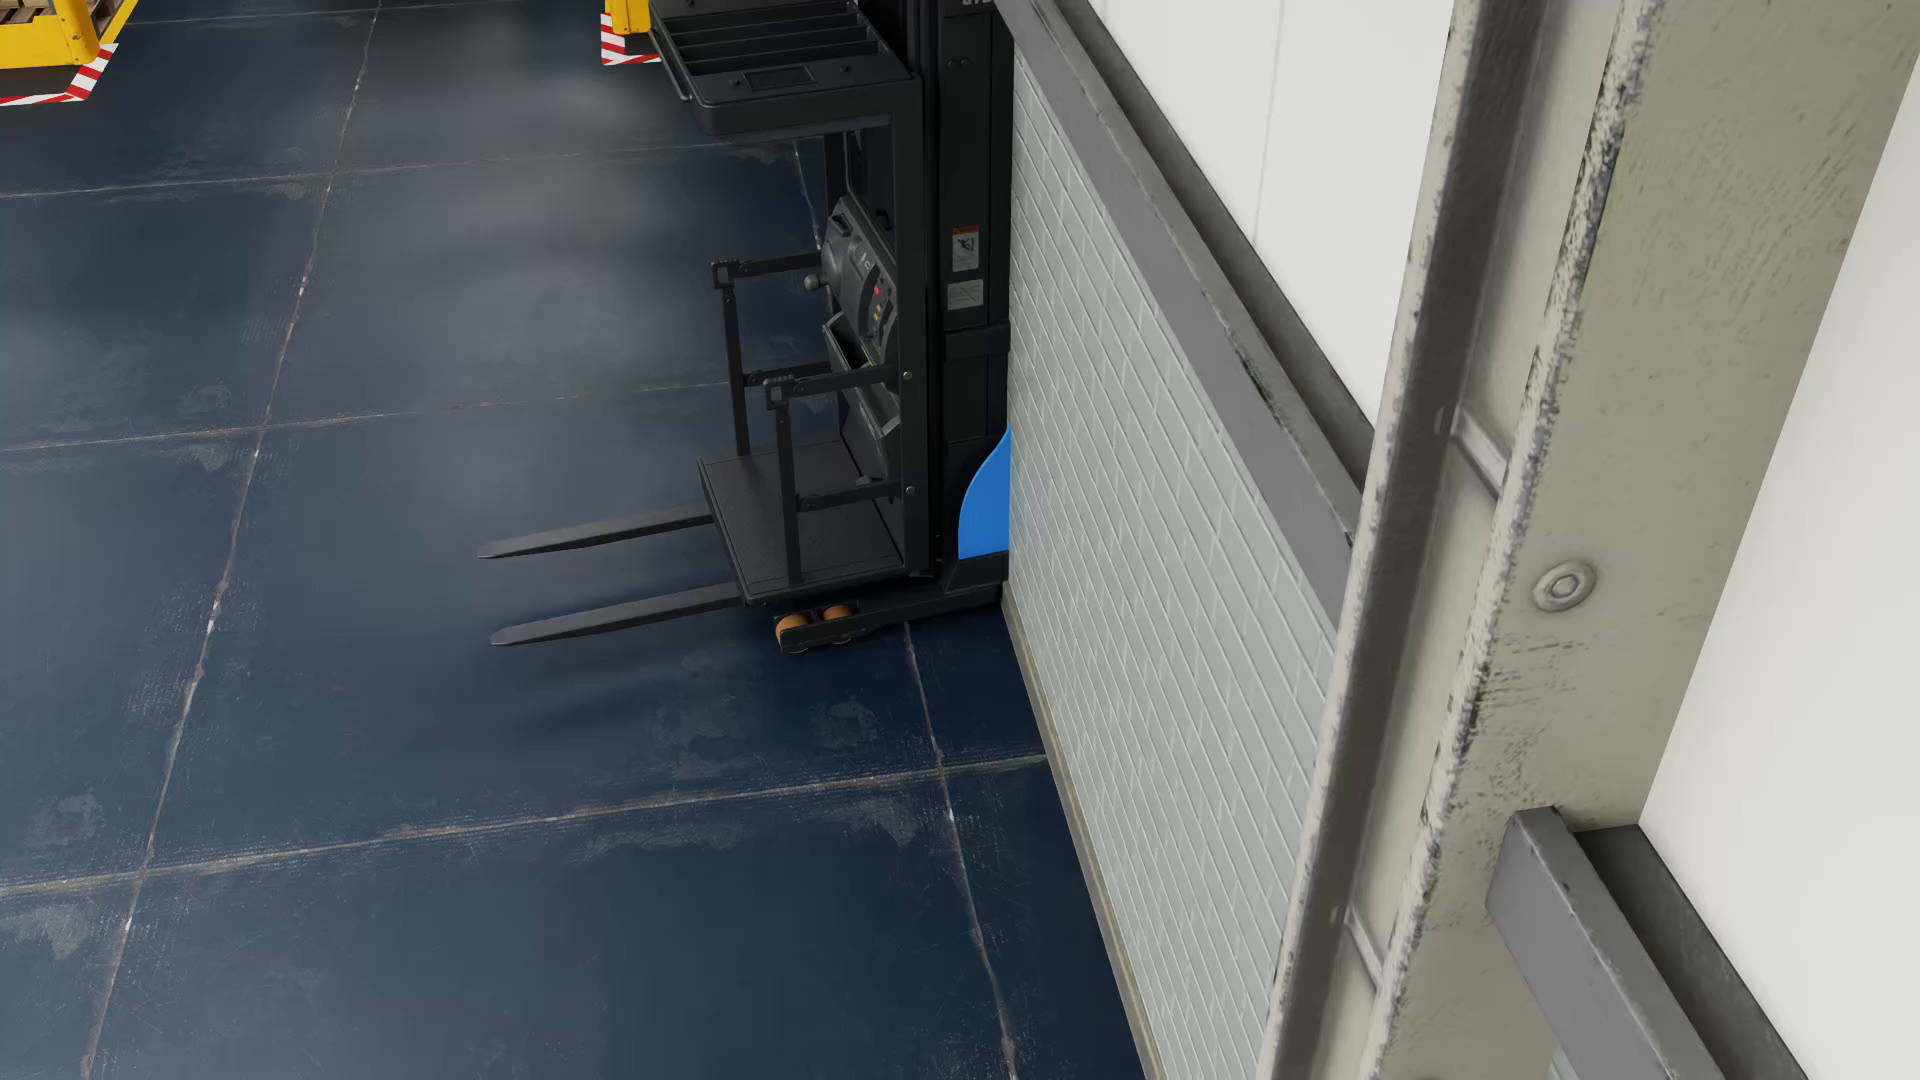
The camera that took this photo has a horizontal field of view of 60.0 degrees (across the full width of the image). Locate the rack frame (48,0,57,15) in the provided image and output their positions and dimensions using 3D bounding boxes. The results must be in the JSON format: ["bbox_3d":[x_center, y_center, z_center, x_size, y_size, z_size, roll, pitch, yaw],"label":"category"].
[{"bbox_3d":[-6.997,-4.694,11.347,1.000,3.000,0.127,-6,38,-8],"label":"rack frame"}]

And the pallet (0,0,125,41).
[{"bbox_3d":[-7.118,-4.133,12.898,1.003,0.211,1.213,-6,38,-8],"label":"pallet"}]

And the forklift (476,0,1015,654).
[{"bbox_3d":[-0.593,-1.037,6.696,3.031,2.935,1.130,-11,39,-14],"label":"forklift"}]

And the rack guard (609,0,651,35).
[{"bbox_3d":[-2.107,-4.228,12.785,1.175,0.500,0.348,-6,38,-8],"label":"rack guard"}]

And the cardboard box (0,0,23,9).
[{"bbox_3d":[-7.408,-4.248,12.671,0.500,0.250,0.500,-6,38,-8],"label":"cardboard box"}]

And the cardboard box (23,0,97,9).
[{"bbox_3d":[-6.866,-4.291,12.727,0.500,0.250,0.500,-7,38,-8],"label":"cardboard box"}]

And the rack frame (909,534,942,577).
[{"bbox_3d":[0.119,-0.334,7.065,0.500,1.125,0.032,1,29,-22],"label":"rack frame"}]

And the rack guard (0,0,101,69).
[{"bbox_3d":[-7.011,-3.753,12.173,1.175,0.500,0.348,-6,38,-8],"label":"rack guard"}]

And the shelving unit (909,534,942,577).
[{"bbox_3d":[-0.044,-0.585,7.476,0.538,1.125,1.048,1,29,-22],"label":"shelving unit"}]
